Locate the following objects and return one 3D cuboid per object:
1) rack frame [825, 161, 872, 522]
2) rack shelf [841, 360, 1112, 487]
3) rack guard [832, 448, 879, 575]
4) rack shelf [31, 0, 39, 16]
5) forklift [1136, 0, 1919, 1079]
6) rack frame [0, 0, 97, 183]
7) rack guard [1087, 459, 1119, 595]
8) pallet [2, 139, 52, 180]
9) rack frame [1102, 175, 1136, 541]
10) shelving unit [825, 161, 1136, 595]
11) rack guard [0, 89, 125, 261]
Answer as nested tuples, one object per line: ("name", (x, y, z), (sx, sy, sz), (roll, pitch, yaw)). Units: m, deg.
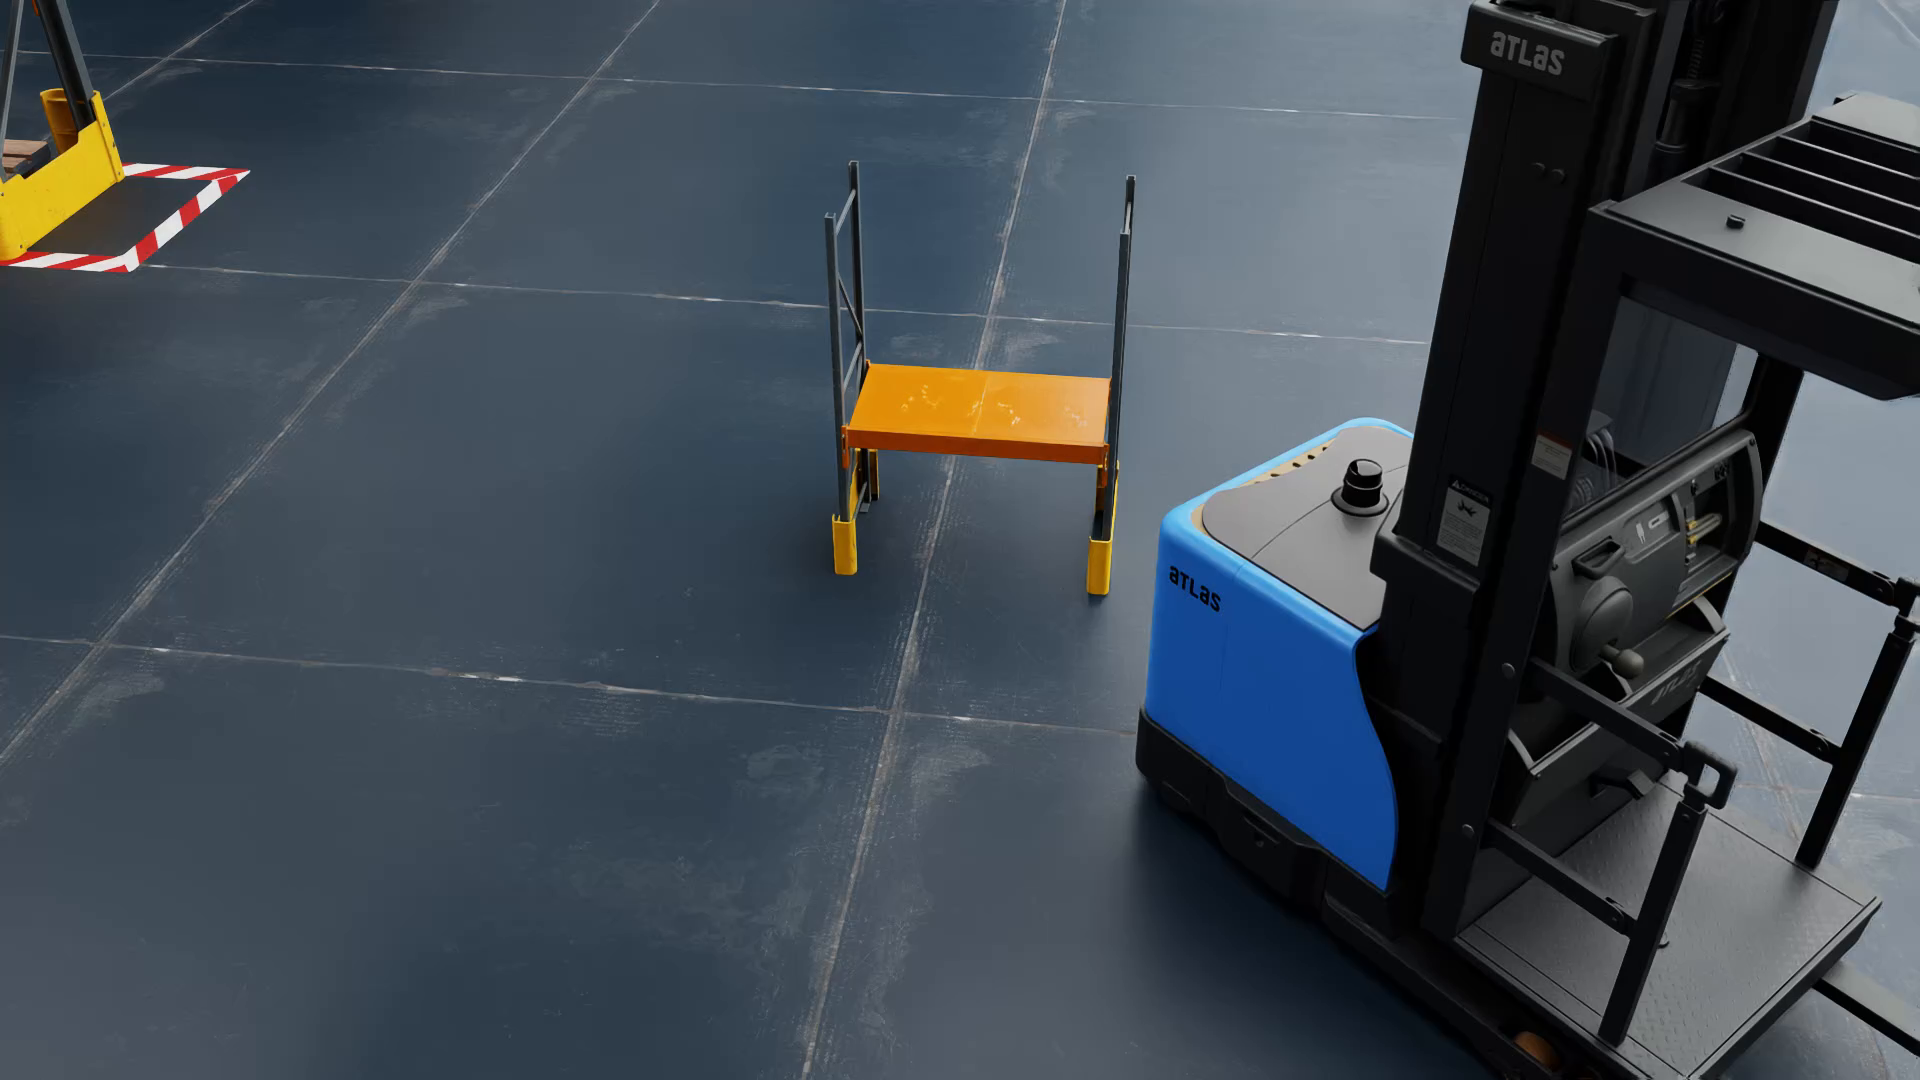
("rack frame", (-0.420, -0.642, 6.358), (0.032, 1.500, 0.500), (4, 36, 6))
("rack shelf", (0.085, -0.458, 6.410), (1.000, 0.185, 0.538), (4, 36, 6))
("rack guard", (-0.418, -0.133, 6.721), (0.087, 0.250, 0.587), (4, 36, 6))
("rack shelf", (-7.023, -2.924, 8.884), (4.000, 0.370, 1.077), (4, 36, 6))
("forklift", (1.906, 0.094, 4.096), (1.130, 2.935, 3.031), (-25, 43, -31))
("rack frame", (-5.039, -3.069, 8.468), (0.127, 3.000, 1.000), (4, 36, 6))
("rack guard", (0.570, -0.059, 6.618), (0.087, 0.250, 0.587), (4, 36, 6))
("pallet", (-5.925, -1.975, 9.336), (1.213, 0.211, 1.003), (4, 36, 6))
("rack frame", (0.589, -0.567, 6.253), (0.032, 1.500, 0.500), (4, 36, 6))
("shelving unit", (0.076, -0.605, 6.306), (1.083, 1.500, 0.587), (4, 36, 6))
("rack guard", (-5.120, -2.030, 9.164), (0.348, 0.500, 1.175), (4, 36, 6))
